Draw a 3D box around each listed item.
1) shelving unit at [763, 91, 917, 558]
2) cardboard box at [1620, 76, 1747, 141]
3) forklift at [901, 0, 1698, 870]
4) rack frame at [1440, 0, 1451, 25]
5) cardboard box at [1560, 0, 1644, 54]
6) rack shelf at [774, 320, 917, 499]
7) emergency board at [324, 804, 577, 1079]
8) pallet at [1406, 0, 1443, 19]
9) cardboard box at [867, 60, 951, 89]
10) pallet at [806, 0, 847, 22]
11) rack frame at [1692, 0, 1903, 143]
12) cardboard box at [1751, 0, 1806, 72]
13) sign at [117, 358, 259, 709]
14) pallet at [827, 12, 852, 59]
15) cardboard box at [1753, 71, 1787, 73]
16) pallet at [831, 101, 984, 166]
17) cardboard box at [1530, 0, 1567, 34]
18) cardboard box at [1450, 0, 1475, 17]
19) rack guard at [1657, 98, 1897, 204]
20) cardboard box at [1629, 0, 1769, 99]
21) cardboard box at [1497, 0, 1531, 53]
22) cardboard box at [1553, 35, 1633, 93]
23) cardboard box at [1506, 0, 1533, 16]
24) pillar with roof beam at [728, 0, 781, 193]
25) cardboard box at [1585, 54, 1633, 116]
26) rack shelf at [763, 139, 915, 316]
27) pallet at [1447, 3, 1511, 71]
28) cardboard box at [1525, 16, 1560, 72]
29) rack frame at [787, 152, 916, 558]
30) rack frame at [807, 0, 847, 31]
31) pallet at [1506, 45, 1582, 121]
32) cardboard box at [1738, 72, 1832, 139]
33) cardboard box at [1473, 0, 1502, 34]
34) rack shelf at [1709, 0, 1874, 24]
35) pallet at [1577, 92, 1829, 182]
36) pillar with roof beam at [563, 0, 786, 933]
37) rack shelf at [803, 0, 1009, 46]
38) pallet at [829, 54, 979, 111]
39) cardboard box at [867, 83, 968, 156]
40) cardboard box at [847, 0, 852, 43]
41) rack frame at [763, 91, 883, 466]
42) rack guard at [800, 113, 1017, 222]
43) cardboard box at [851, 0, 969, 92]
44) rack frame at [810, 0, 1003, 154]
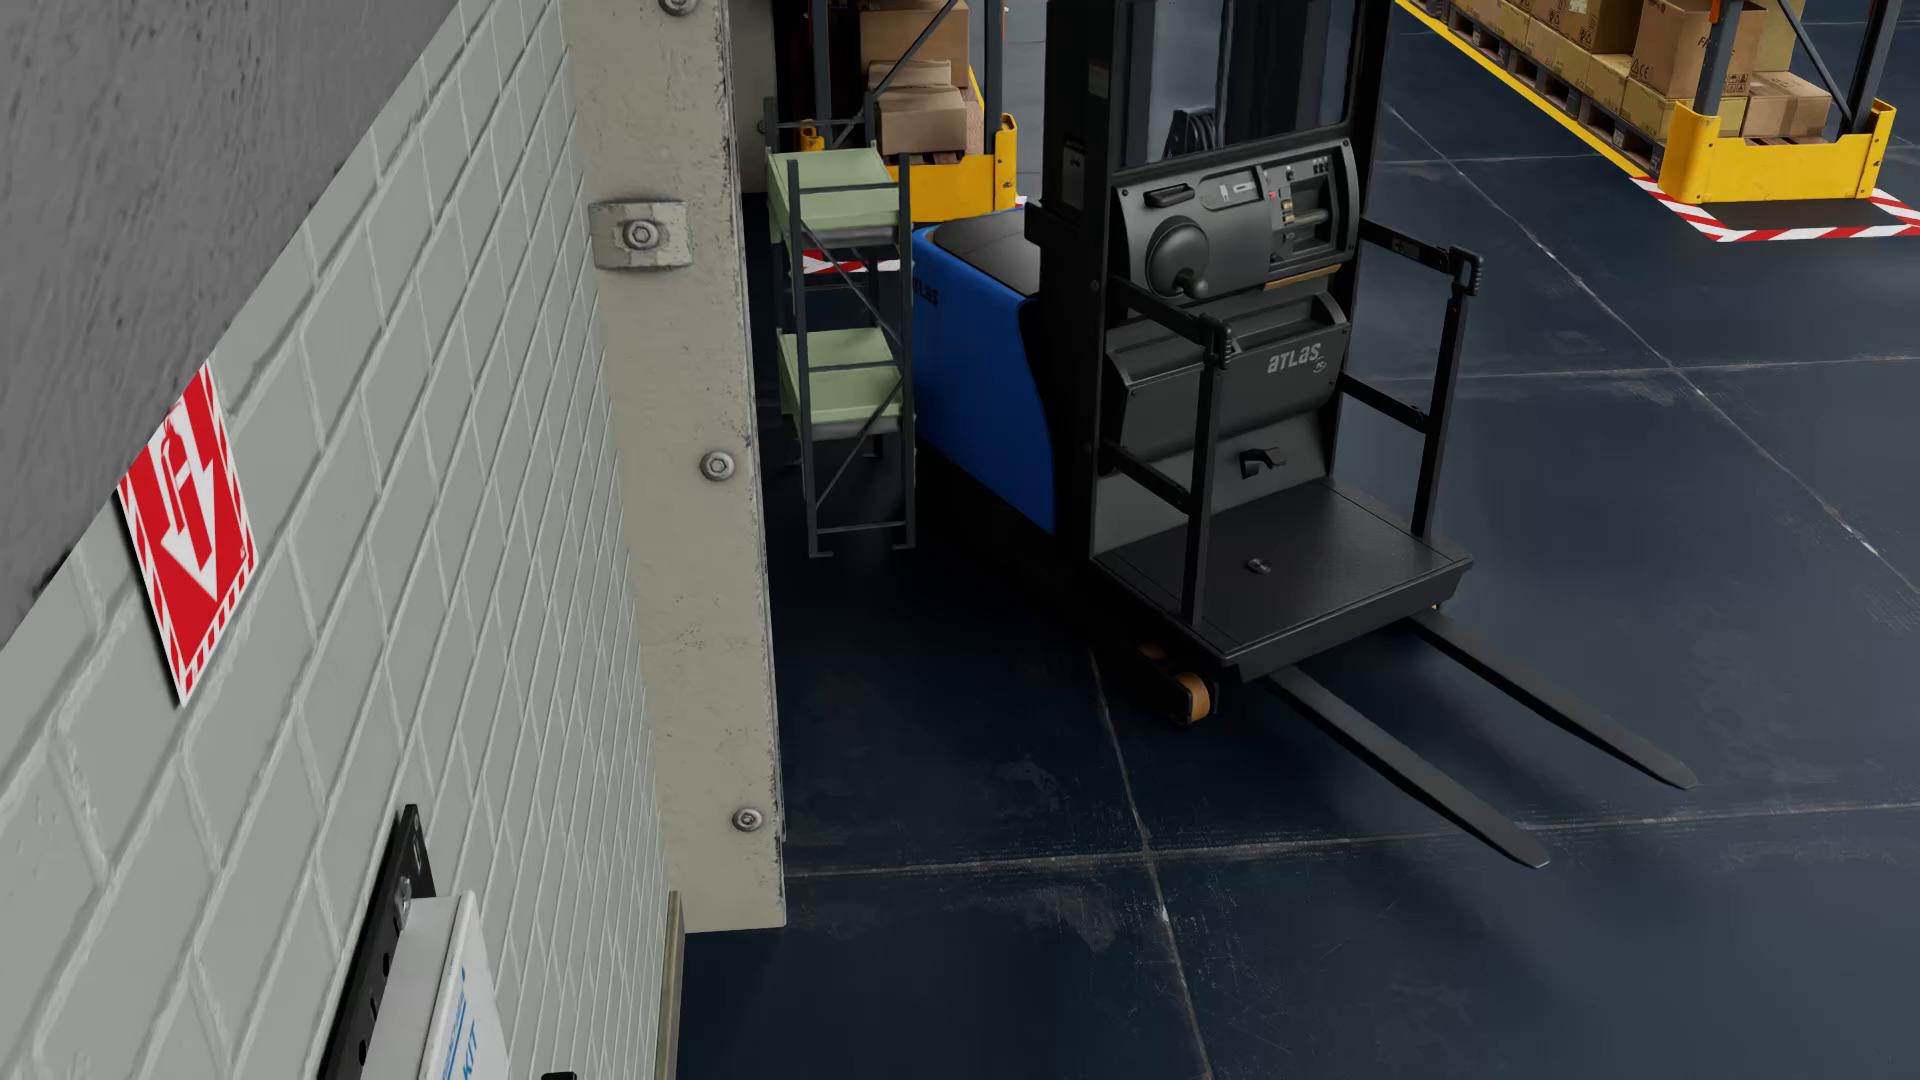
[{"bbox_3d":[-0.439,-0.787,6.105,0.431,1.500,0.755,-6,31,-10],"label":"shelving unit"},{"bbox_3d":[4.310,-2.583,9.921,0.500,0.250,0.500,-3,31,-5],"label":"cardboard box"},{"bbox_3d":[0.986,-0.950,4.982,1.130,2.935,3.031,-18,35,-27],"label":"forklift"},{"bbox_3d":[4.281,-5.365,12.308,1.000,3.000,0.127,-3,31,-5],"label":"rack frame"},{"bbox_3d":[4.200,-3.414,10.582,0.500,0.500,0.500,-3,31,-5],"label":"cardboard box"},{"bbox_3d":[-0.439,-0.507,6.272,0.431,0.370,0.720,-6,31,-10],"label":"rack shelf"},{"bbox_3d":[-0.450,0.927,1.773,0.194,1.169,0.643,-3,31,-5],"label":"emergency board"},{"bbox_3d":[4.173,-4.543,13.649,1.003,0.211,1.213,-3,31,-5],"label":"pallet"},{"bbox_3d":[-0.305,-2.767,10.151,0.500,0.311,0.500,0,31,0],"label":"cardboard box"},{"bbox_3d":[-0.725,-4.327,13.288,1.003,0.211,1.213,-3,31,-5],"label":"pallet"},{"bbox_3d":[4.655,-3.323,8.889,1.000,3.000,0.127,-3,31,-5],"label":"rack frame"},{"bbox_3d":[4.777,-3.185,10.197,0.500,0.500,0.500,-3,31,-5],"label":"cardboard box"},{"bbox_3d":[-0.549,-0.059,1.164,0.001,0.298,0.199,-3,31,-5],"label":"sign"},{"bbox_3d":[-0.553,-3.588,12.051,1.003,0.211,1.213,-3,31,-5],"label":"pallet"},{"bbox_3d":[4.776,-2.863,10.389,0.500,0.250,0.500,-3,31,-5],"label":"cardboard box"},{"bbox_3d":[-0.325,-2.342,9.965,1.003,0.211,1.213,-3,31,-5],"label":"pallet"},{"bbox_3d":[4.155,-3.670,11.009,0.500,0.500,0.500,-3,31,-5],"label":"cardboard box"},{"bbox_3d":[4.022,-4.114,12.484,0.500,0.250,0.500,-3,31,-5],"label":"cardboard box"},{"bbox_3d":[4.657,-2.238,9.509,1.175,0.500,0.348,-3,31,-5],"label":"rack guard"},{"bbox_3d":[4.308,-2.905,9.728,0.500,0.500,0.500,-3,31,-5],"label":"cardboard box"},{"bbox_3d":[4.106,-3.603,11.629,0.500,0.250,0.500,-3,31,-5],"label":"cardboard box"},{"bbox_3d":[4.203,-3.093,10.774,0.500,0.250,0.500,-3,31,-5],"label":"cardboard box"},{"bbox_3d":[4.106,-3.925,11.436,0.500,0.500,0.500,-3,31,-5],"label":"cardboard box"},{"bbox_3d":[3.082,-6.182,7.824,9.100,9.000,0.400,-3,31,-5],"label":"pillar with roof beam"},{"bbox_3d":[4.252,-2.837,10.347,0.500,0.250,0.500,-3,31,-5],"label":"cardboard box"},{"bbox_3d":[-0.439,-1.122,5.905,0.431,0.370,0.720,-6,31,-10],"label":"rack shelf"},{"bbox_3d":[4.313,-3.760,12.340,1.003,0.211,1.213,-3,31,-5],"label":"pallet"},{"bbox_3d":[4.158,-3.348,11.202,0.500,0.250,0.500,-3,31,-5],"label":"cardboard box"},{"bbox_3d":[-0.363,-0.603,5.797,0.400,1.500,0.023,-6,31,-10],"label":"rack frame"},{"bbox_3d":[-0.651,-5.126,11.907,1.000,3.000,0.127,-3,31,-5],"label":"rack frame"},{"bbox_3d":[4.431,-3.136,11.294,1.003,0.211,1.213,-3,31,-5],"label":"pallet"},{"bbox_3d":[4.826,-2.608,9.962,0.500,0.250,0.500,-3,31,-5],"label":"cardboard box"},{"bbox_3d":[4.064,-3.859,12.057,0.500,0.250,0.500,-3,31,-5],"label":"cardboard box"},{"bbox_3d":[4.468,-4.036,10.783,1.077,0.370,4.000,-3,31,-5],"label":"rack shelf"},{"bbox_3d":[4.541,-2.515,10.254,1.003,0.211,1.213,-3,31,-5],"label":"pallet"},{"bbox_3d":[3.643,-3.118,2.695,9.100,9.000,0.400,-3,31,-5],"label":"pillar with roof beam"},{"bbox_3d":[-0.464,-3.796,10.382,1.077,0.370,4.000,-3,31,-5],"label":"rack shelf"},{"bbox_3d":[-0.436,-2.964,11.006,1.003,0.211,1.213,-3,31,-5],"label":"pallet"},{"bbox_3d":[-0.252,-2.476,9.663,0.500,0.311,0.500,-6,31,-10],"label":"cardboard box"},{"bbox_3d":[-0.514,-3.714,11.551,0.500,0.500,0.500,-5,31,-8],"label":"cardboard box"},{"bbox_3d":[-0.514,-0.970,6.412,0.400,1.500,0.023,-6,31,-10],"label":"rack frame"},{"bbox_3d":[-0.284,-2.050,9.194,1.175,0.500,0.348,-3,31,-5],"label":"rack guard"},{"bbox_3d":[-0.324,-3.225,10.733,0.700,0.500,0.500,-5,31,-8],"label":"cardboard box"},{"bbox_3d":[-0.277,-3.084,8.488,1.000,3.000,0.127,-3,31,-5],"label":"rack frame"}]
